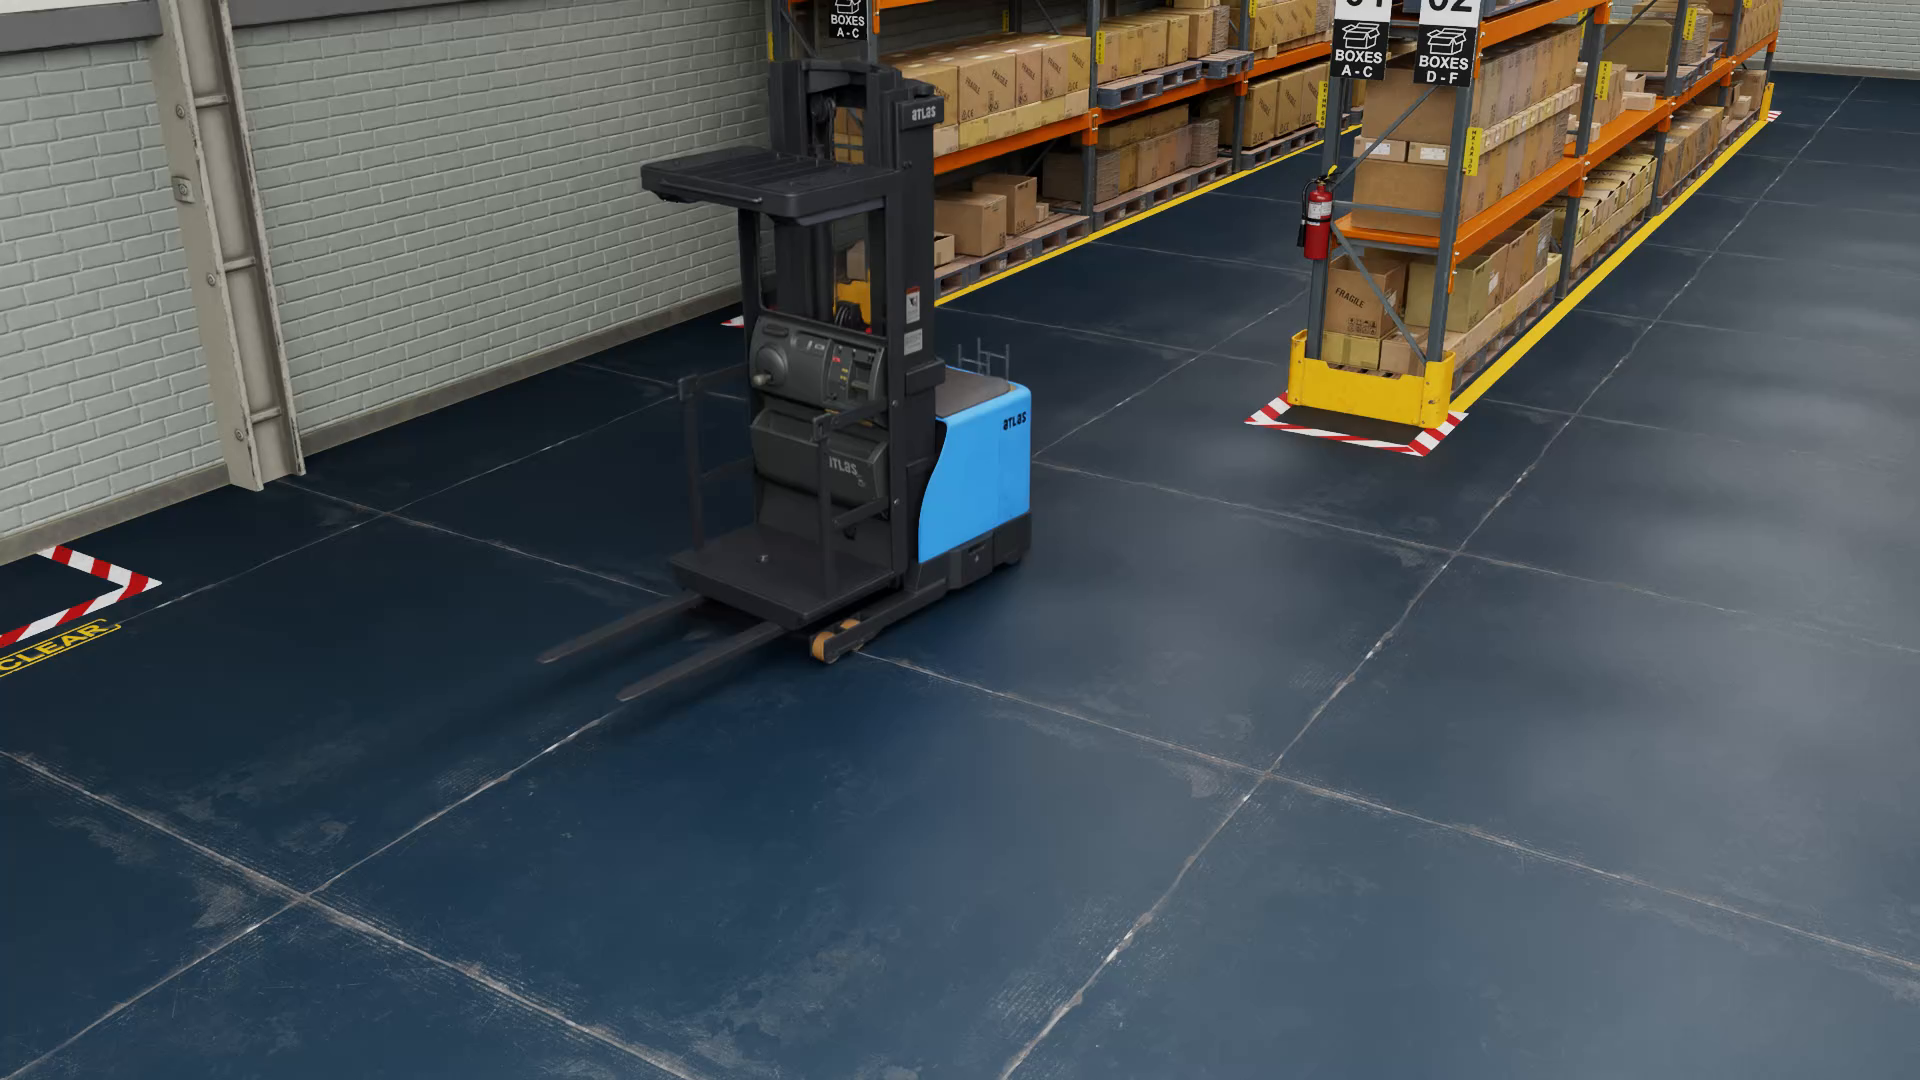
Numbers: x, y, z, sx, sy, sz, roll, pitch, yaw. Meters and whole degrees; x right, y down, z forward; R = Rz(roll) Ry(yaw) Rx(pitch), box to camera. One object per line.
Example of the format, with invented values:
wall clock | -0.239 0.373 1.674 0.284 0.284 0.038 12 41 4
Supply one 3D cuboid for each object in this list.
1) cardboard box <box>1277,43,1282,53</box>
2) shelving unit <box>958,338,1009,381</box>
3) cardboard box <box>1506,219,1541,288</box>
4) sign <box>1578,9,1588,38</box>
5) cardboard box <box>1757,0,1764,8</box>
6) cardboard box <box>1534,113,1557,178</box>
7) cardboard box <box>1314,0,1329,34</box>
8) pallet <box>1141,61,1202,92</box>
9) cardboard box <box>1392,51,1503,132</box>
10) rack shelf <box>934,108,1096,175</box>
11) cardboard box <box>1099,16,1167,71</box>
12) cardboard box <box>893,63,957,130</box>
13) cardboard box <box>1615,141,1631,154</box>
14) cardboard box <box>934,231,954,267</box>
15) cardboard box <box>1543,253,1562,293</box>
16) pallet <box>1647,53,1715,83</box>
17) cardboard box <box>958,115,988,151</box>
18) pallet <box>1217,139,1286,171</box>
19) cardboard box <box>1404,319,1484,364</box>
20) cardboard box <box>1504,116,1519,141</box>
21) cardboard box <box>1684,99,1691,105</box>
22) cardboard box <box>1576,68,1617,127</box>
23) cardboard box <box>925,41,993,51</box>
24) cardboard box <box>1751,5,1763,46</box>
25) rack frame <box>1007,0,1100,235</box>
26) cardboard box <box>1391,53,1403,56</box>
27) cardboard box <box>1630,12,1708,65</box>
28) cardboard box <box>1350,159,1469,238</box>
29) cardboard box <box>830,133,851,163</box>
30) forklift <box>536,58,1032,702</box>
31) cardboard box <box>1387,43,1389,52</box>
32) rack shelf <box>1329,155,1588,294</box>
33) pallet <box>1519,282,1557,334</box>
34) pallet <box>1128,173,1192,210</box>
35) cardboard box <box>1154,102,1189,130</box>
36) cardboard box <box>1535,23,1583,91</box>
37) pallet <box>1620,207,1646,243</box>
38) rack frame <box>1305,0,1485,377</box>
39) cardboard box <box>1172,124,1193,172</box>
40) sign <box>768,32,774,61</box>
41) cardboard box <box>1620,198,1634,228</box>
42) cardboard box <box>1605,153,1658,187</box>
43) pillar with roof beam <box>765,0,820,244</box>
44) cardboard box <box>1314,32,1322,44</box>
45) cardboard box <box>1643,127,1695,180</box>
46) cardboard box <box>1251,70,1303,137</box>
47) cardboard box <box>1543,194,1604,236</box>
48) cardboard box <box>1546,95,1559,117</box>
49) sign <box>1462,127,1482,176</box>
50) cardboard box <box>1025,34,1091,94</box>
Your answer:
cardboard box | 3.958 -6.416 21.585 0.380 0.149 0.250 15 27 30
shelving unit | 0.140 -0.616 10.162 0.258 1.200 0.189 18 29 36
cardboard box | 4.585 -2.454 14.131 0.500 0.500 0.500 14 27 29
sign | 6.822 -5.672 18.220 0.100 0.325 0.005 14 27 29
cardboard box | 10.429 -7.369 22.113 0.500 0.500 0.500 13 27 27
cardboard box | 4.677 -3.432 14.277 0.700 0.500 0.500 14 27 28
cardboard box | 4.626 -7.095 22.337 0.500 0.500 0.500 14 27 29
pallet | 2.068 -5.339 19.049 1.003 0.211 1.213 14 27 29
cardboard box | 3.626 -3.359 12.476 0.700 0.500 0.500 13 27 28
rack shelf | -0.087 -3.749 16.039 1.077 0.370 4.000 14 27 29
cardboard box | 1.887 -5.582 18.689 0.700 0.500 0.500 18 29 36
cardboard box | -0.366 -3.951 14.821 0.500 0.500 0.500 14 27 29
cardboard box | 7.582 -4.487 19.431 0.500 0.500 0.500 15 28 31
cardboard box | -0.400 -2.779 15.724 0.500 0.311 0.500 16 28 33
cardboard box | 5.119 -2.445 15.056 0.500 0.250 0.500 14 27 29
pallet | 8.310 -5.636 19.735 1.003 0.211 1.213 14 27 29
cardboard box | -0.079 -3.791 15.395 0.500 0.250 0.500 13 27 28
pallet | 3.558 -5.074 21.706 1.003 0.211 1.213 14 27 29
cardboard box | 3.801 -1.602 13.106 0.500 0.250 0.500 14 27 29
cardboard box | 4.136 -3.233 13.000 0.380 0.149 0.250 13 27 28
cardboard box | 9.458 -5.723 22.288 0.500 0.500 0.500 14 27 29
cardboard box | 6.139 -4.365 16.432 0.500 0.500 0.500 14 27 29
cardboard box | -0.001 -4.582 16.279 0.500 0.500 0.500 15 27 30
cardboard box | 10.432 -6.920 22.332 0.500 0.500 0.500 14 27 29
rack frame | 0.968 -4.754 17.455 1.000 3.000 0.127 14 27 29
cardboard box | 6.750 -7.423 26.240 0.700 0.500 0.500 14 27 29
cardboard box | 8.169 -5.810 19.241 0.700 0.500 0.500 20 31 39
cardboard box | 3.325 -2.568 12.279 0.700 0.500 0.500 14 27 29
cardboard box | -1.060 -3.542 14.821 0.500 0.250 0.500 14 27 30
forklift | -0.899 -0.920 8.687 1.130 2.935 3.031 18 29 36
cardboard box | 6.511 -7.718 26.105 0.380 0.149 0.250 14 27 29
rack shelf | 4.123 -2.712 13.644 1.077 0.370 4.000 14 27 29
pallet | 4.723 -2.178 15.014 1.003 0.211 1.213 14 27 29
pallet | 2.020 -4.150 19.572 1.003 0.211 1.213 14 27 29
cardboard box | 2.388 -5.069 19.833 0.500 0.250 0.500 14 27 30
cardboard box | 4.950 -4.207 14.433 0.700 0.500 0.500 14 27 29
pallet | 6.821 -3.518 18.110 1.003 0.211 1.213 14 27 29
rack frame | 3.068 -2.367 11.941 1.000 3.000 0.127 14 27 29
cardboard box | 2.372 -4.755 20.051 0.700 0.500 0.500 14 27 29
sign | -1.603 -4.203 14.328 0.100 0.325 0.005 14 27 29
cardboard box | 6.681 -3.425 17.319 0.500 0.250 0.500 15 27 30
cardboard box | 7.221 -4.027 18.002 0.500 0.311 0.500 15 27 30
pillar with roof beam | 2.150 -5.672 12.025 9.100 9.000 0.400 14 27 29
cardboard box | 4.687 -6.836 22.556 0.380 0.149 0.250 14 27 29
cardboard box | 8.311 -4.562 19.604 0.500 0.500 0.500 13 27 28
cardboard box | 4.045 -5.825 22.107 0.750 0.750 0.750 14 27 29
cardboard box | 5.876 -3.160 16.001 0.500 0.311 0.500 14 27 28
cardboard box | 4.811 -3.663 13.993 0.380 0.149 0.250 14 27 29
sign | 3.537 -2.682 11.480 0.100 0.325 0.005 14 27 29
cardboard box | 0.981 -4.814 16.814 0.500 0.500 0.500 14 27 29
